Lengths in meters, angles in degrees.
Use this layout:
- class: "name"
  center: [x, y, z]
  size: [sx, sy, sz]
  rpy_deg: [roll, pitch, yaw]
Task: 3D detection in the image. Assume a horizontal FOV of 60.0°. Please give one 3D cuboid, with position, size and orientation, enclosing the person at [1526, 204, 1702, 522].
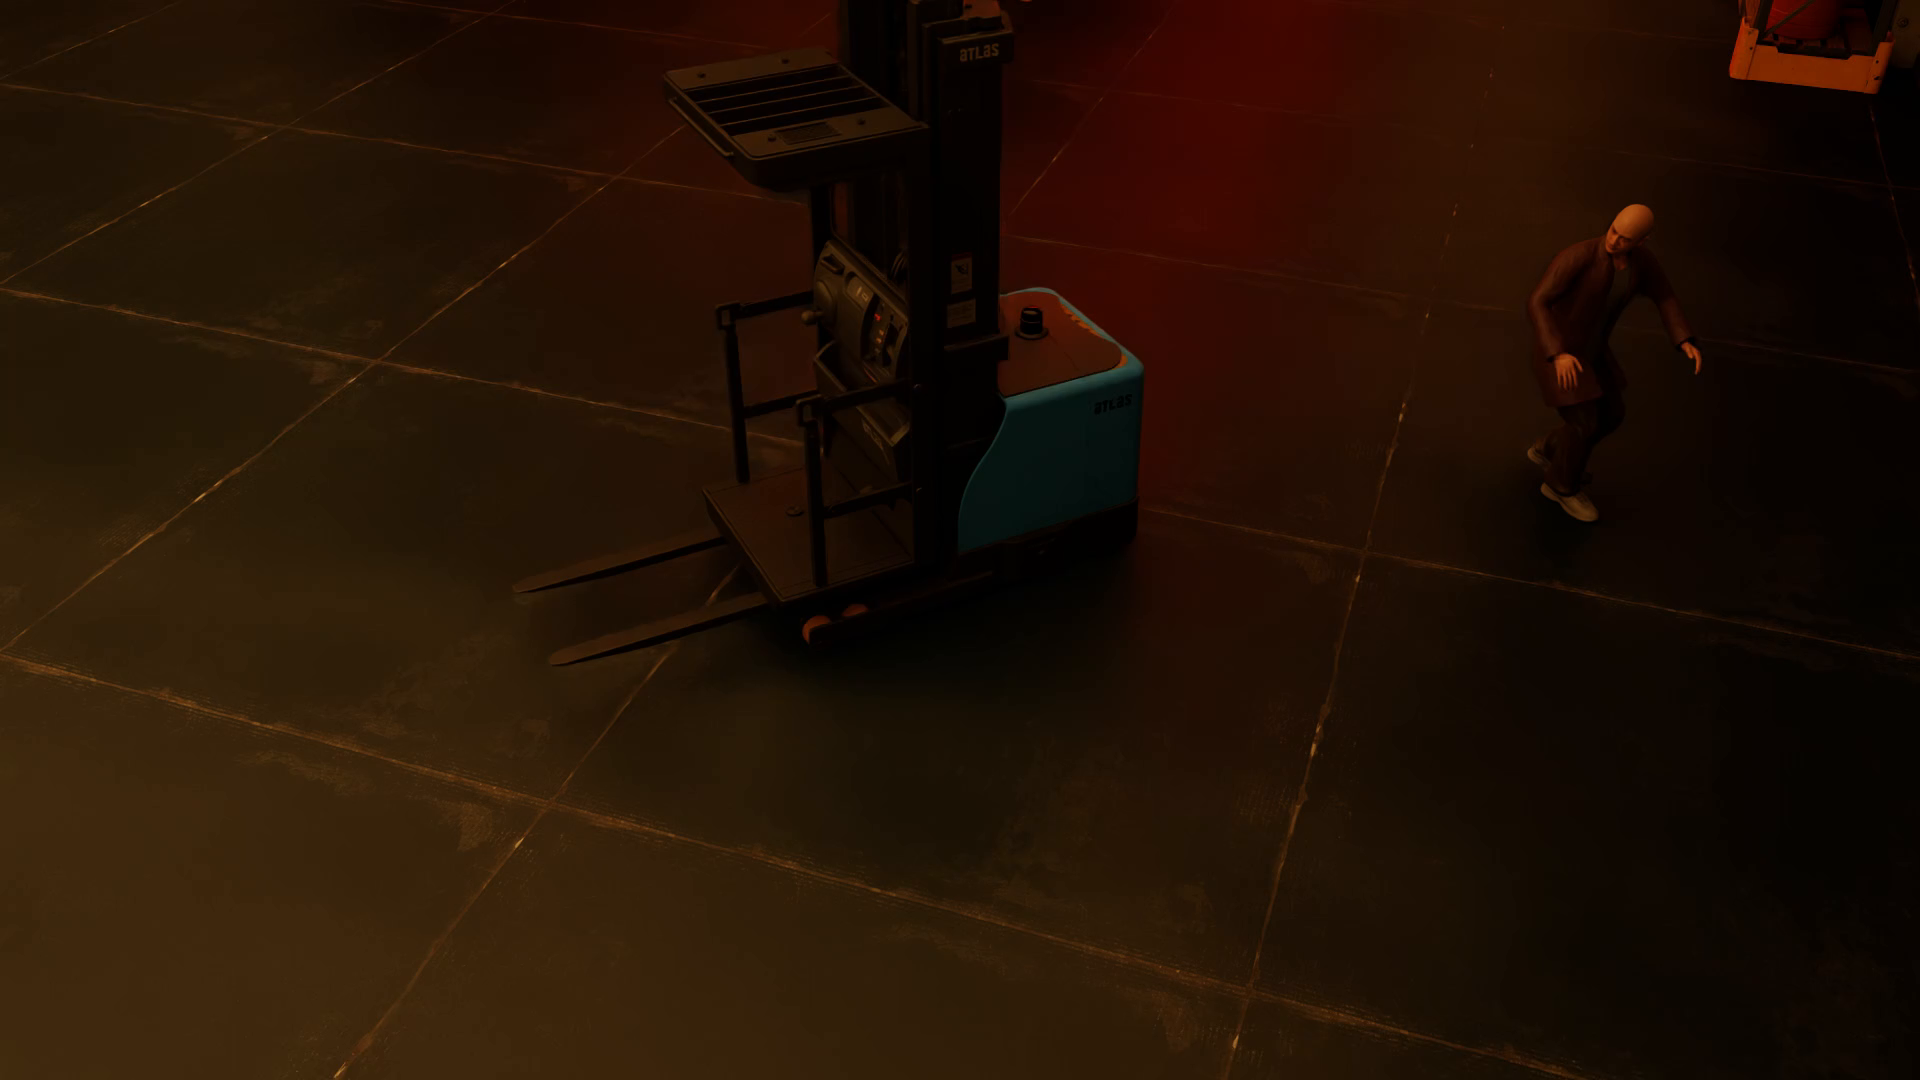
- class: "person"
  center: [3.272, -0.885, 8.447]
  size: [0.863, 1.697, 0.756]
  rpy_deg: [-21, 40, -26]

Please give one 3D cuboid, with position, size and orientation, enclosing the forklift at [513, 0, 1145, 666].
- class: "forklift"
  center: [-0.640, -1.022, 7.553]
  size: [3.031, 2.935, 1.130]
  rpy_deg: [-17, 39, -22]
